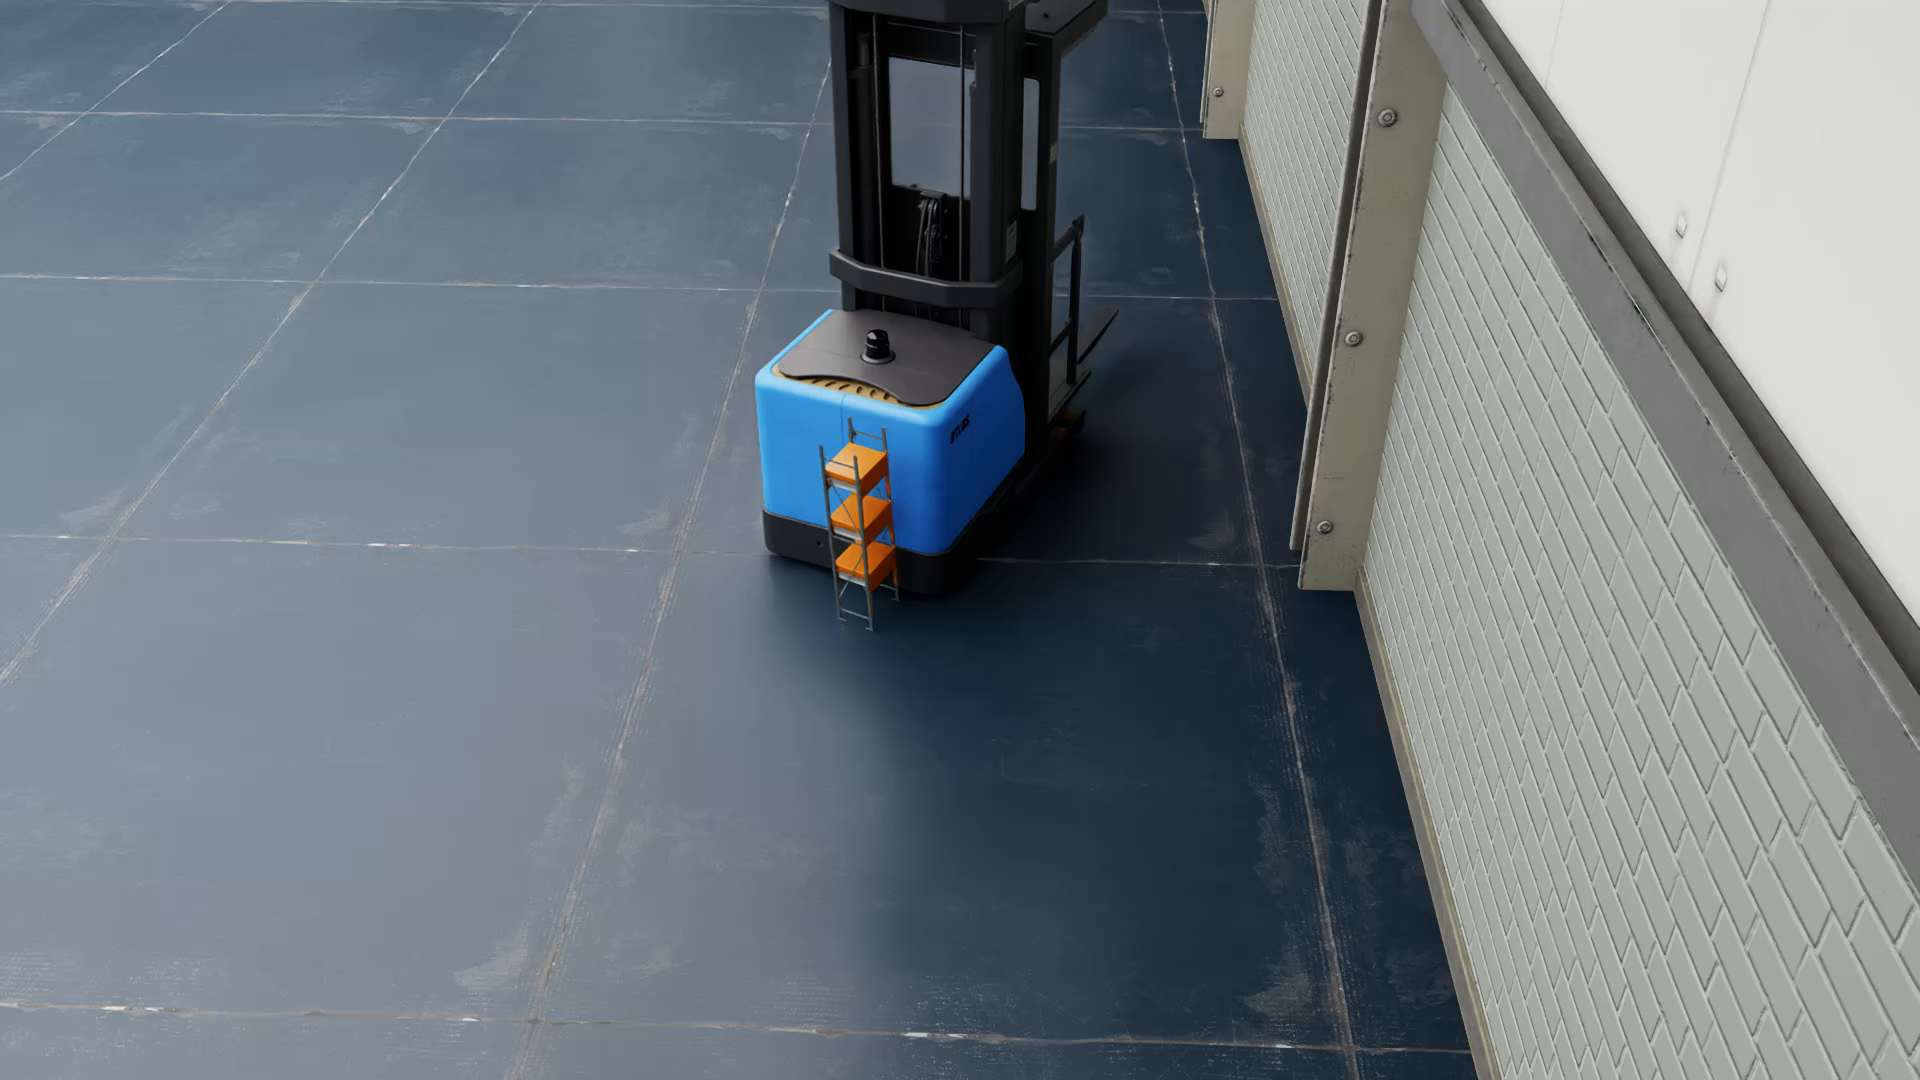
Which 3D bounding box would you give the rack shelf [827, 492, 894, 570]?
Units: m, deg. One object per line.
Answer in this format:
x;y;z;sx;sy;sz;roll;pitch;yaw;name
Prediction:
-0.468;-0.055;7.864;0.215;0.259;0.240;18;43;23;rack shelf

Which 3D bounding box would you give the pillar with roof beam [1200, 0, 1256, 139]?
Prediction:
-2.197;-7.092;10.960;9.100;9.000;0.400;1;35;2;pillar with roof beam

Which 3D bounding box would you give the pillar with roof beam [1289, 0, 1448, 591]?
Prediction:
-2.438;-3.645;6.055;9.100;9.000;0.400;1;35;2;pillar with roof beam

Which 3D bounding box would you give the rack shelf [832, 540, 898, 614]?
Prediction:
-0.457;0.161;8.039;0.215;0.259;0.240;18;43;23;rack shelf

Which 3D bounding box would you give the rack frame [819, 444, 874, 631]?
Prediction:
-0.527;0.006;7.776;0.200;1.050;0.008;18;43;23;rack frame

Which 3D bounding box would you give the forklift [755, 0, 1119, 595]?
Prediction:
0.064;-1.767;8.660;1.130;2.935;3.031;15;38;20;forklift

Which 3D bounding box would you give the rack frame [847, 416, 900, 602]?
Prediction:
-0.409;-0.132;7.939;0.200;1.050;0.008;18;43;23;rack frame

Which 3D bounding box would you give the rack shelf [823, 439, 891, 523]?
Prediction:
-0.478;-0.275;7.685;0.215;0.259;0.240;18;43;23;rack shelf

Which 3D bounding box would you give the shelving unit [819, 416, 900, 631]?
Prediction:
-0.468;-0.063;7.857;0.215;1.050;0.252;18;43;23;shelving unit
